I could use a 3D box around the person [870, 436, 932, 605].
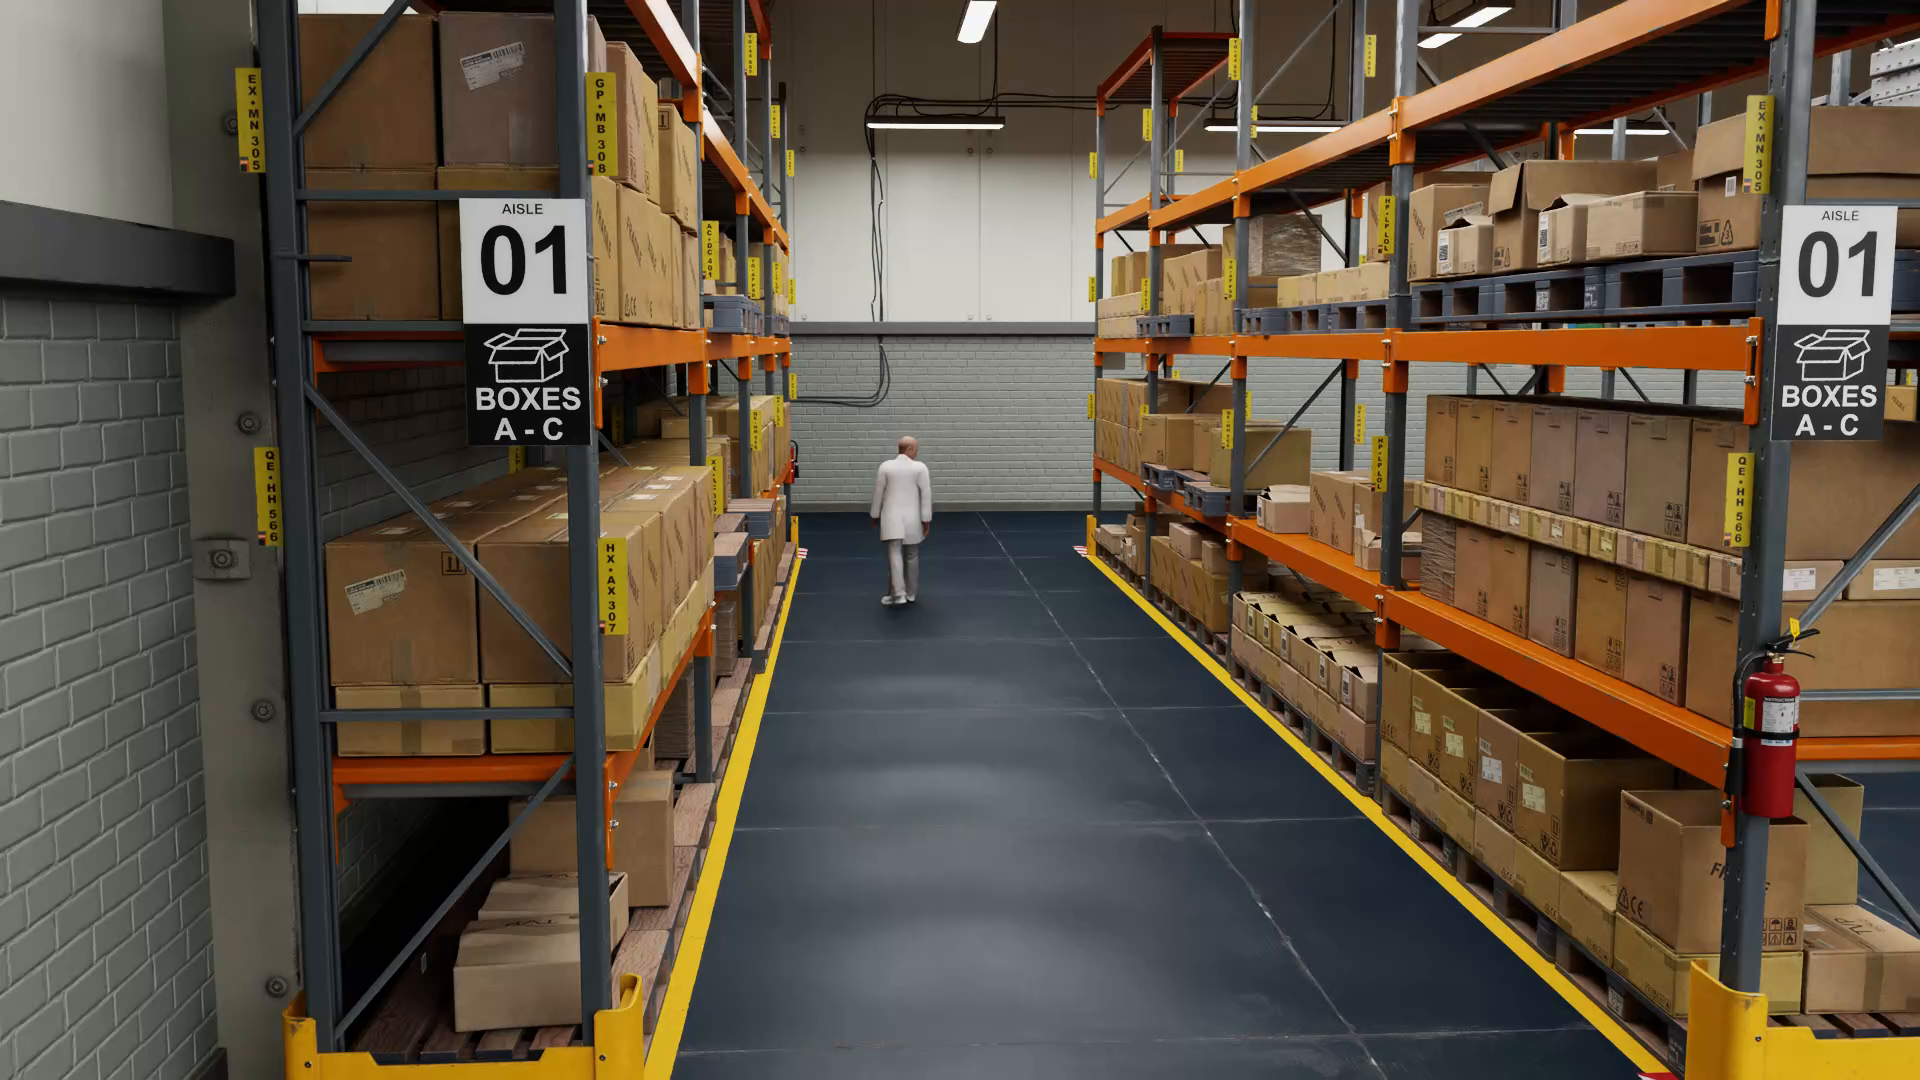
[{"bbox_3d":[-0.625,-0.212,17.504,0.628,1.762,0.849,-1,7,-9],"label":"person"}]
